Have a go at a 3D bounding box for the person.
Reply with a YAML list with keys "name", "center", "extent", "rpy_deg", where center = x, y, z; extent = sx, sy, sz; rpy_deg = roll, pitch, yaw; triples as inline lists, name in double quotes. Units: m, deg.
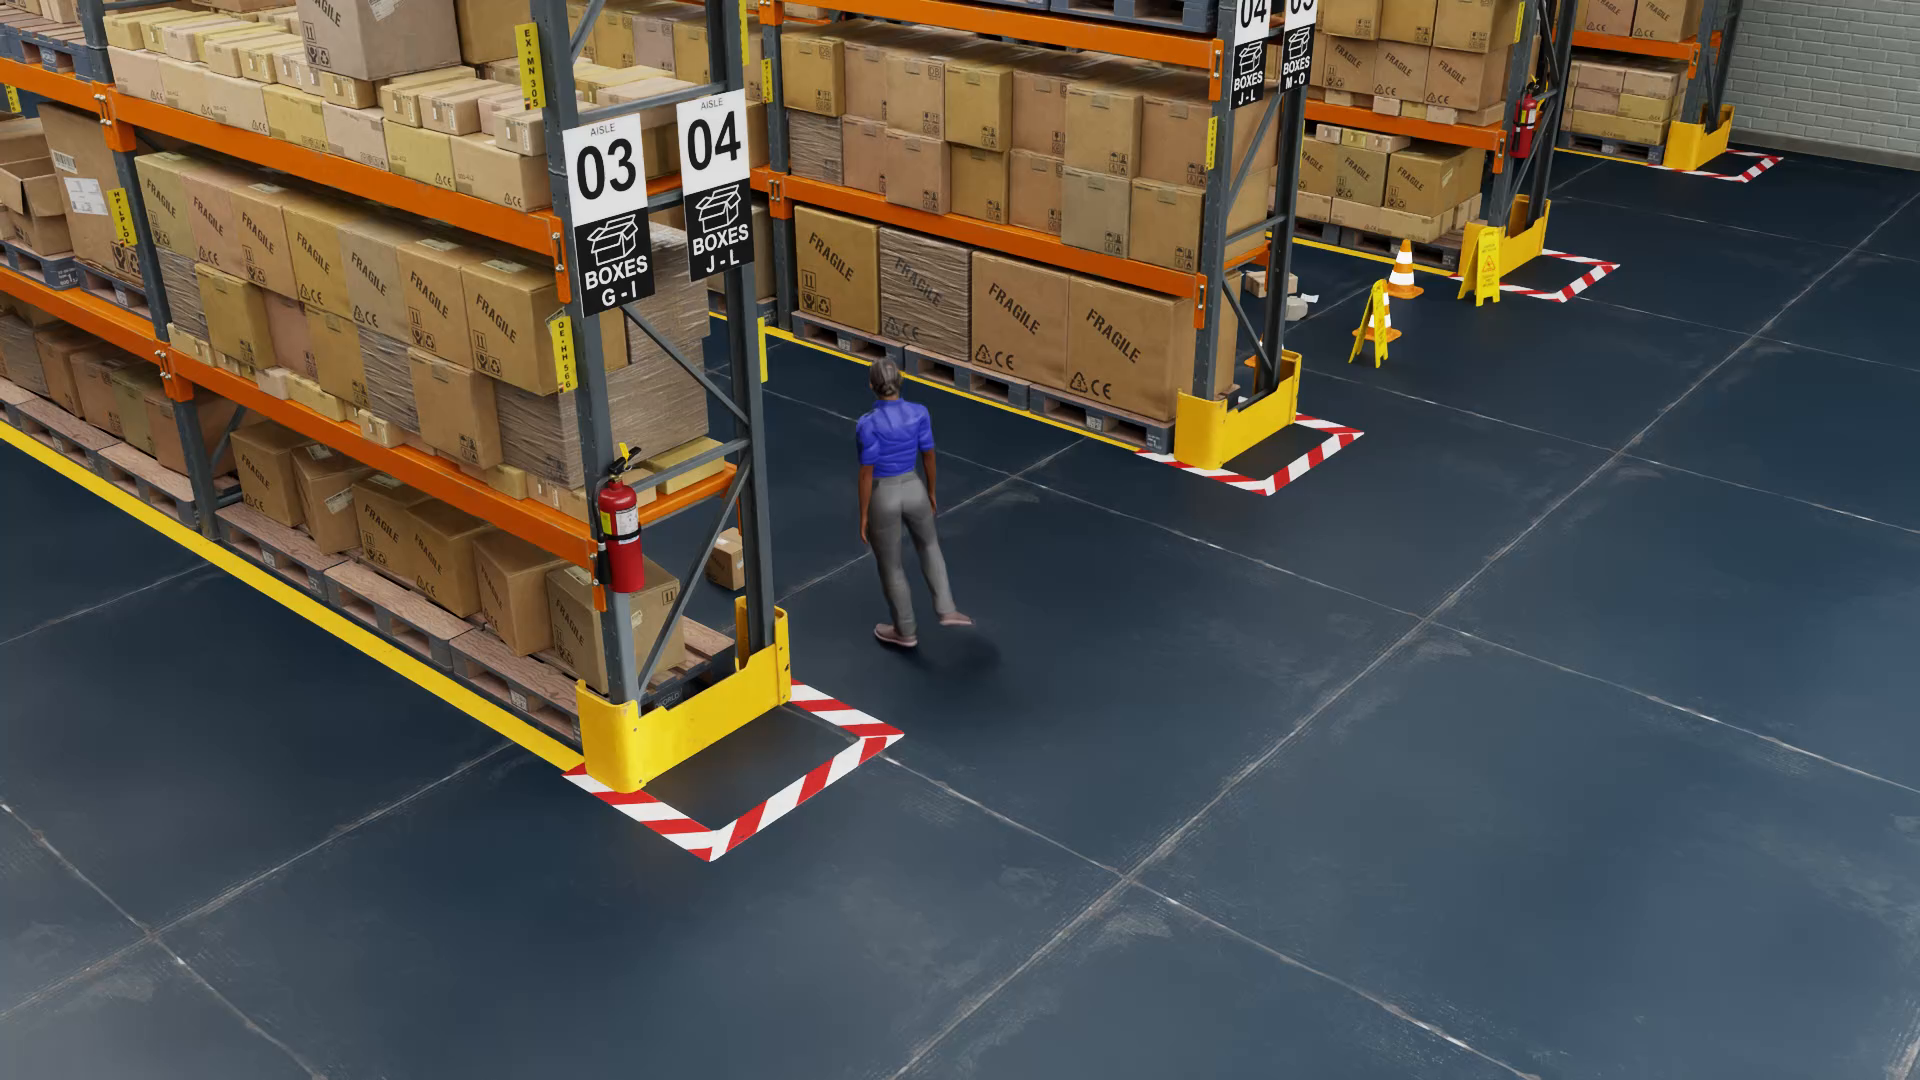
- name: "person"
  center: [-0.259, -0.189, 8.961]
  extent: [0.610, 1.651, 0.469]
  rpy_deg: [-14, 31, -25]
